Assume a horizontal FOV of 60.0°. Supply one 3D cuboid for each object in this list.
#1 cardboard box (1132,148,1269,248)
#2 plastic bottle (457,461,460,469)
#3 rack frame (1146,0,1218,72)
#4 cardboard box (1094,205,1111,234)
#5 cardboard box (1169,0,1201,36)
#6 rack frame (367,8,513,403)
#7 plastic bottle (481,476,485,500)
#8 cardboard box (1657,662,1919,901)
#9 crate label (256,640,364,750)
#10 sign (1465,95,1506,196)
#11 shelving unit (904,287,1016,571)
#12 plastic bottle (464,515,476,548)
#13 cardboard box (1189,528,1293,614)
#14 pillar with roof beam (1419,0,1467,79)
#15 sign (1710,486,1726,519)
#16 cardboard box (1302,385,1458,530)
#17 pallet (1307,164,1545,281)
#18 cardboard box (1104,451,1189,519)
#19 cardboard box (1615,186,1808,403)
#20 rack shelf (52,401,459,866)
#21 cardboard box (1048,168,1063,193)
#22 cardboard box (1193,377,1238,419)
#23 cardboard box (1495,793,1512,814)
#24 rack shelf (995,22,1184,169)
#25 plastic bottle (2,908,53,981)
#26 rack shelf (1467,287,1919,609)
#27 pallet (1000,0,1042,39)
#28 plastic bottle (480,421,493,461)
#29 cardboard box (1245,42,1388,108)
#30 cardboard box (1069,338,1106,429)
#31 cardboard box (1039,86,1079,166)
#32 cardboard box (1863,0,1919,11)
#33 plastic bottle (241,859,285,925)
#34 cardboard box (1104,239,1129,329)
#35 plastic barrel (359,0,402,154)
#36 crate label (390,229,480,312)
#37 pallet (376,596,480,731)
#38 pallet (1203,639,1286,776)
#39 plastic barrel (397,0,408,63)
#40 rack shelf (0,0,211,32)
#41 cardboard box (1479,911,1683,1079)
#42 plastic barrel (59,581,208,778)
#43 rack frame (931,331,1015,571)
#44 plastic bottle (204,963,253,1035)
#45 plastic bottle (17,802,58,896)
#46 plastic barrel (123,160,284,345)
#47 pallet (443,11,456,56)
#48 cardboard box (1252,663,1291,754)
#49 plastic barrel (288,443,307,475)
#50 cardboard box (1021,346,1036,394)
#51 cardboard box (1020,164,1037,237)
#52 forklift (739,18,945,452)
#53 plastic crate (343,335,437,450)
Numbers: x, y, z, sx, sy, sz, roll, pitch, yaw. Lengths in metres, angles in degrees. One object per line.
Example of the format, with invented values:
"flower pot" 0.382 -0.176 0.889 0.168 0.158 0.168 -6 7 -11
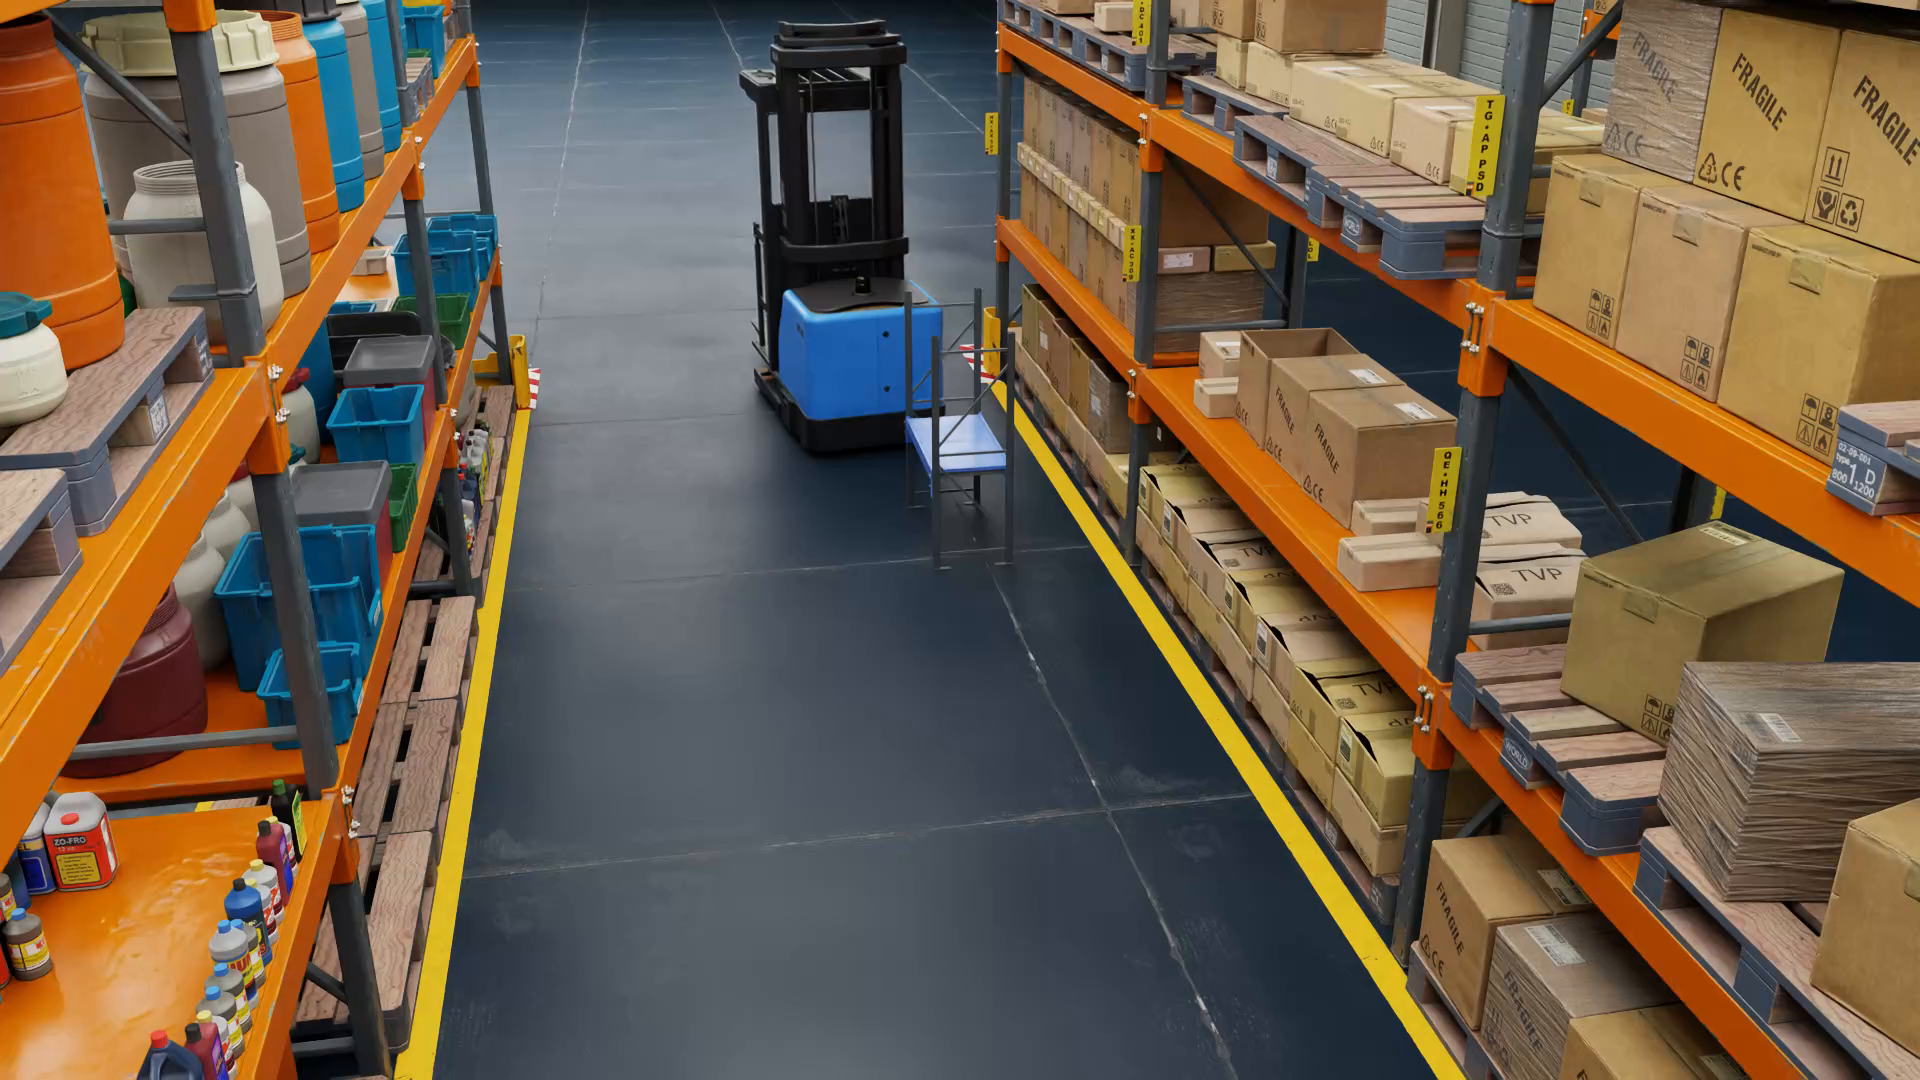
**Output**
"cardboard box" 1.450 -2.077 10.011 0.700 0.500 0.500 -4 24 -9
"plastic bottle" -3.327 -0.419 10.816 0.152 0.276 0.135 -4 24 -10
"rack frame" 1.538 -4.011 8.692 1.000 3.000 0.127 -4 24 -10
"cardboard box" 1.091 -2.097 10.868 0.380 0.149 0.250 -4 24 -10
"cardboard box" 1.604 -3.283 10.182 0.500 0.311 0.500 -6 24 -13
"rack frame" -4.070 -2.470 12.659 1.000 3.000 0.127 -4 24 -10
"plastic bottle" -3.136 -0.352 10.755 0.097 0.201 0.097 0 24 0
"cardboard box" 2.486 0.686 4.782 0.700 0.500 0.500 0 24 0
"crate label" -2.301 0.559 5.930 0.303 0.233 0.416 -4 24 -10
"sign" 1.731 -1.299 5.484 0.100 0.325 0.005 -4 24 -10
"shelving unit" -0.016 -0.721 10.527 0.538 1.500 1.048 -4 24 -10
"plastic bottle" -2.996 -0.054 10.073 0.097 0.201 0.097 0 24 0
"cardboard box" 1.554 0.130 8.914 0.500 0.311 0.500 -5 24 -11
"pillar with roof beam" 1.305 -7.783 17.327 9.100 9.000 0.400 -4 24 -10
"sign" 2.809 -0.227 6.175 0.100 0.325 0.005 -4 24 -10
"cardboard box" 1.951 -0.394 7.778 0.500 0.500 0.500 -6 24 -13
"pallet" 2.064 -1.237 6.323 1.213 0.211 1.003 -3 24 -7
"cardboard box" 1.237 -0.361 10.739 0.500 0.250 0.500 -4 24 -10
"cardboard box" 2.486 -0.740 4.823 0.910 0.500 0.500 -4 24 -10
"rack shelf" -2.961 0.219 7.399 1.077 0.370 4.000 -4 24 -10
"cardboard box" 0.852 -2.602 12.026 0.380 0.149 0.250 -5 24 -12
"cardboard box" 1.501 -0.783 9.110 0.380 0.149 0.250 -4 24 -10
"cardboard box" 2.469 0.894 7.165 0.500 0.311 0.500 -4 24 -8
"rack shelf" 1.168 -3.094 11.237 1.077 0.370 4.000 -4 24 -10
"plastic bottle" -2.624 1.127 4.670 0.097 0.201 0.097 0 24 0
"rack shelf" 2.647 0.053 4.032 1.077 0.370 4.000 -4 24 -10
"pallet" 0.904 -3.890 12.271 1.003 0.211 1.213 -4 24 -10
"plastic bottle" -3.260 -0.693 11.433 0.061 0.283 0.133 -4 24 -8
"cardboard box" 1.747 -2.302 8.187 0.500 0.250 0.500 -7 24 -15
"cardboard box" 1.060 -1.098 11.491 0.500 0.500 0.500 -4 24 -10
"cardboard box" 0.984 -3.064 12.272 0.700 0.500 0.500 -5 24 -11
"cardboard box" 6.069 -3.241 10.526 0.500 0.500 0.500 -4 24 -8
"plastic bottle" -2.051 1.032 4.887 0.097 0.201 0.097 0 24 0
"cardboard box" 1.346 -1.689 10.745 0.700 0.500 0.500 -5 24 -10
"plastic barrel" -3.023 -2.317 7.934 0.600 0.901 0.708 -4 24 -10
"crate label" -3.464 -1.783 11.040 0.502 0.435 0.616 -4 24 -10
"pallet" -3.147 0.687 8.914 1.003 0.211 1.213 -4 24 -10
"pallet" 1.942 0.783 8.693 1.003 0.211 1.213 -4 24 -10
"plastic barrel" -3.409 -3.093 9.186 0.600 0.901 0.708 -4 24 -10
"rack shelf" -2.221 -0.773 2.676 1.077 0.370 4.000 -4 24 -10
"cardboard box" 2.183 1.661 5.773 0.500 0.500 0.500 -5 24 -12
"plastic barrel" -2.975 0.454 5.793 0.600 0.536 0.708 -4 24 -10
"rack frame" 0.078 -0.521 10.069 0.500 1.500 0.032 -4 24 -10
"plastic bottle" -1.961 1.224 4.448 0.097 0.201 0.097 0 24 0
"plastic bottle" -2.829 0.927 5.034 0.152 0.276 0.135 -4 24 -10
"plastic barrel" -2.347 -0.894 5.163 0.421 0.512 0.421 0 24 0
"pallet" -4.013 -3.426 11.335 1.003 0.211 1.213 -4 24 -10
"cardboard box" 1.752 0.789 8.106 0.500 0.250 0.500 -4 24 -9
"plastic barrel" -3.237 -0.302 7.866 0.301 0.262 0.301 0 24 0
"cardboard box" 0.775 -1.344 12.991 0.500 0.250 0.500 -4 24 -10
"cardboard box" 0.872 -2.697 13.052 0.700 0.500 0.500 -4 24 -10
"forklift" -1.045 -2.545 12.916 1.130 2.935 3.031 -7 25 -16
"plastic crate" -2.940 -0.759 8.659 0.402 0.464 0.583 -4 24 -10
